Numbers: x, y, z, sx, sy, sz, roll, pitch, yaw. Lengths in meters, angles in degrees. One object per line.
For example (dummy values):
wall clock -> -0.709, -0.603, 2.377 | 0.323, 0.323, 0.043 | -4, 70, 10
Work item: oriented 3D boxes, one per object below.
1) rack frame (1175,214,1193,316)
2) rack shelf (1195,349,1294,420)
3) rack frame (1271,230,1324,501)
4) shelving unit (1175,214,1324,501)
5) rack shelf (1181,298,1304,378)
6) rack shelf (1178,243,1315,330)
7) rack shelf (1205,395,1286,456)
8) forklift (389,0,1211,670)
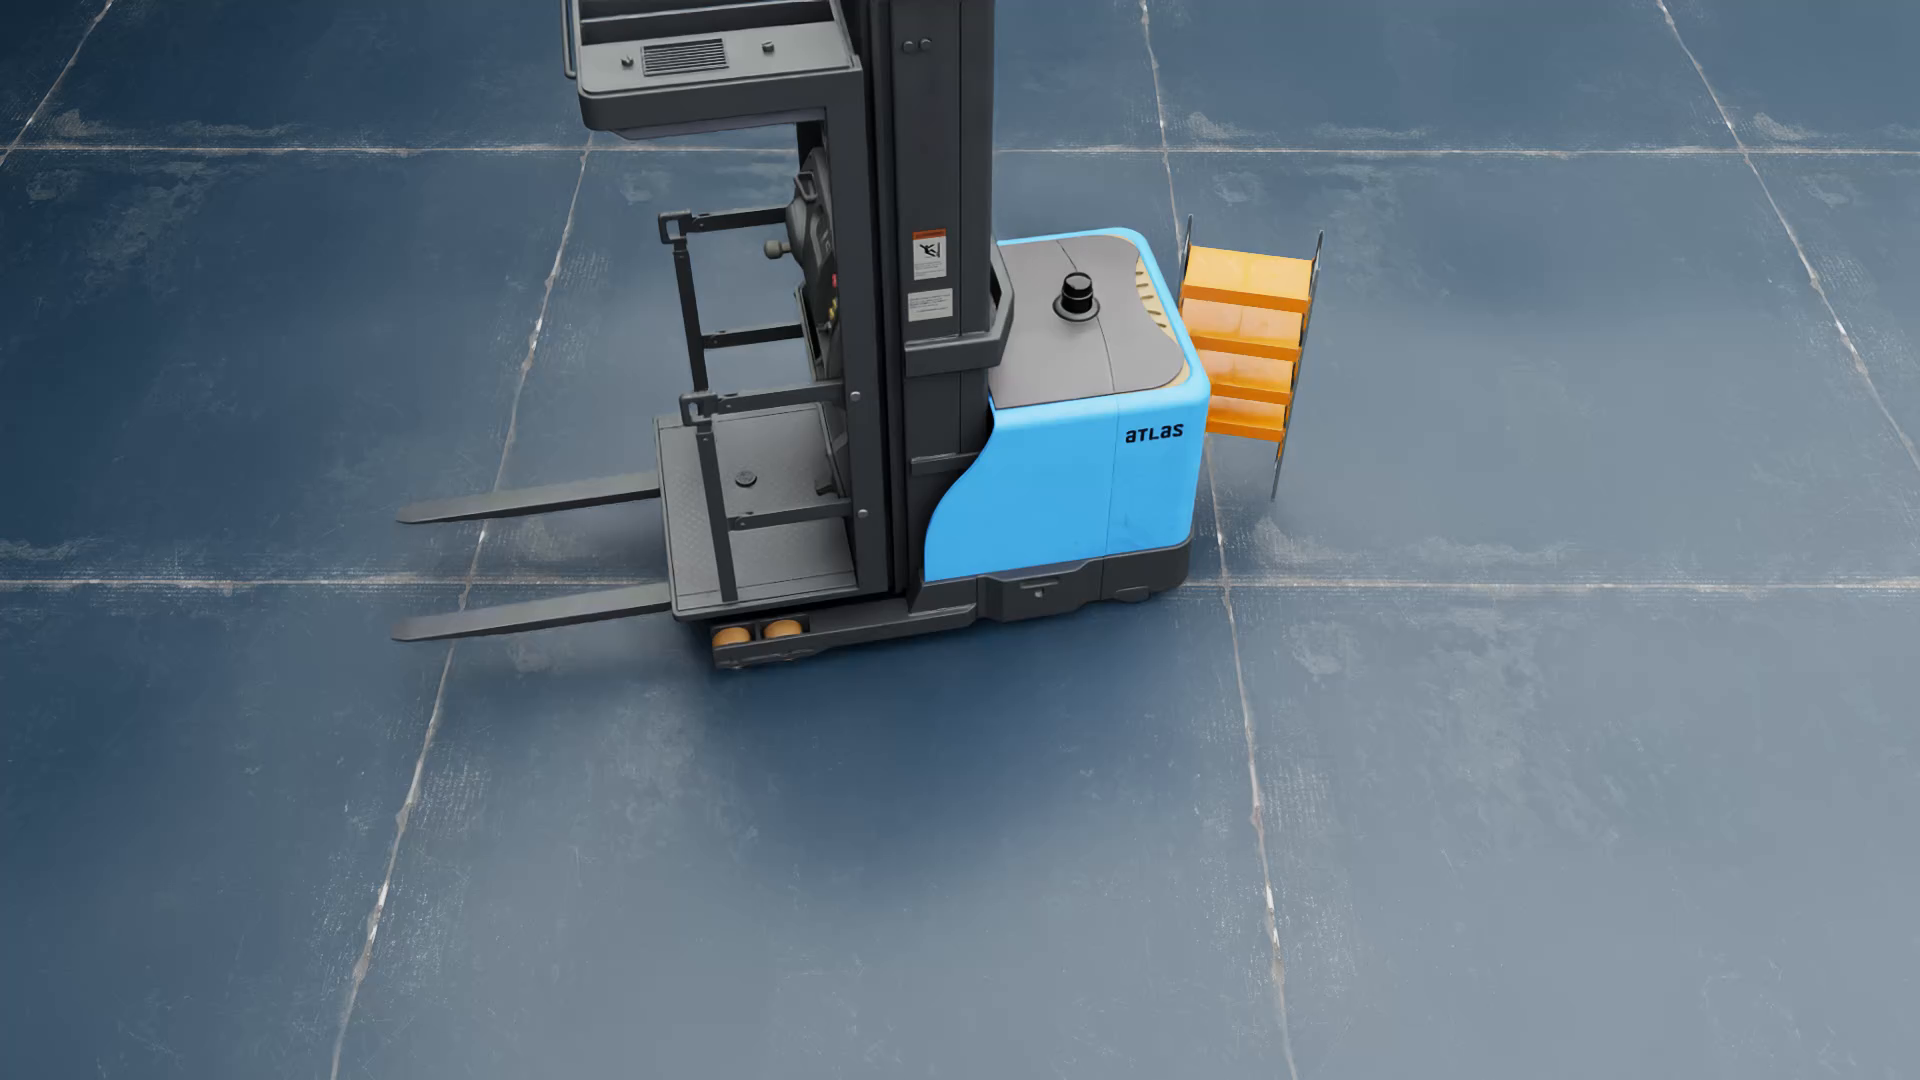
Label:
rack frame -> 0.844, -0.729, 6.609 | 0.015, 1.200, 0.240 | 9, 48, 8
rack shelf -> 1.083, -0.647, 6.625 | 0.480, 0.148, 0.258 | 9, 48, 8
rack frame -> 1.322, -0.657, 6.541 | 0.015, 1.200, 0.240 | 9, 48, 8
shelving unit -> 1.083, -0.693, 6.575 | 0.503, 1.200, 0.258 | 9, 48, 8
rack shelf -> 1.083, -0.800, 6.461 | 0.480, 0.148, 0.258 | 9, 48, 8
rack shelf -> 1.083, -0.961, 6.288 | 0.480, 0.148, 0.258 | 9, 48, 8
rack shelf -> 1.083, -0.512, 6.770 | 0.480, 0.148, 0.258 | 9, 48, 8
forklift -> -0.673, -0.934, 5.617 | 3.031, 2.935, 1.130 | -8, 48, -8
